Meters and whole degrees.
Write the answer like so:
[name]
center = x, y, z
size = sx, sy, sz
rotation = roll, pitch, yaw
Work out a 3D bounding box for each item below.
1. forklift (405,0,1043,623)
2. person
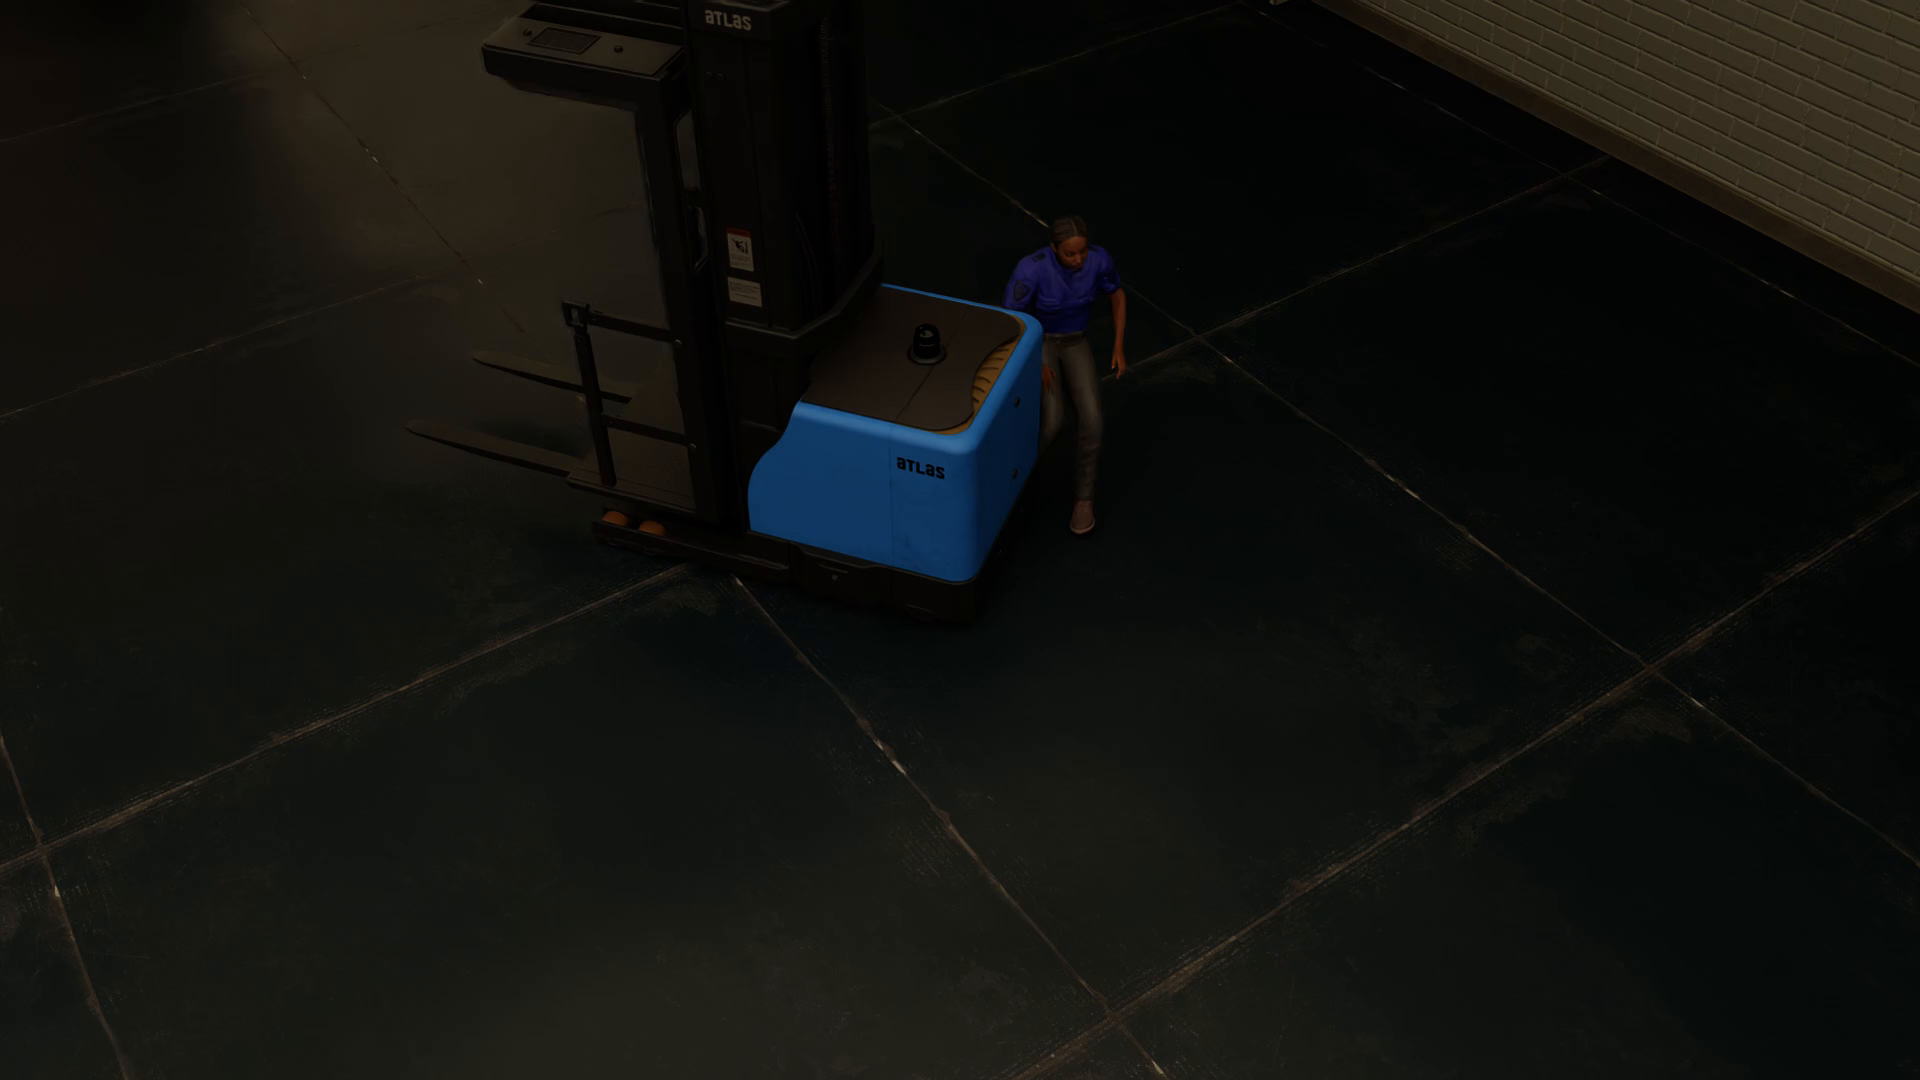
[forklift]
center = -1.188, -1.324, 7.152
size = 3.031, 2.935, 1.130
rotation = 14, 44, 15
[person]
center = 0.524, -0.775, 7.728
size = 0.720, 1.464, 0.800
rotation = -15, 45, -15
